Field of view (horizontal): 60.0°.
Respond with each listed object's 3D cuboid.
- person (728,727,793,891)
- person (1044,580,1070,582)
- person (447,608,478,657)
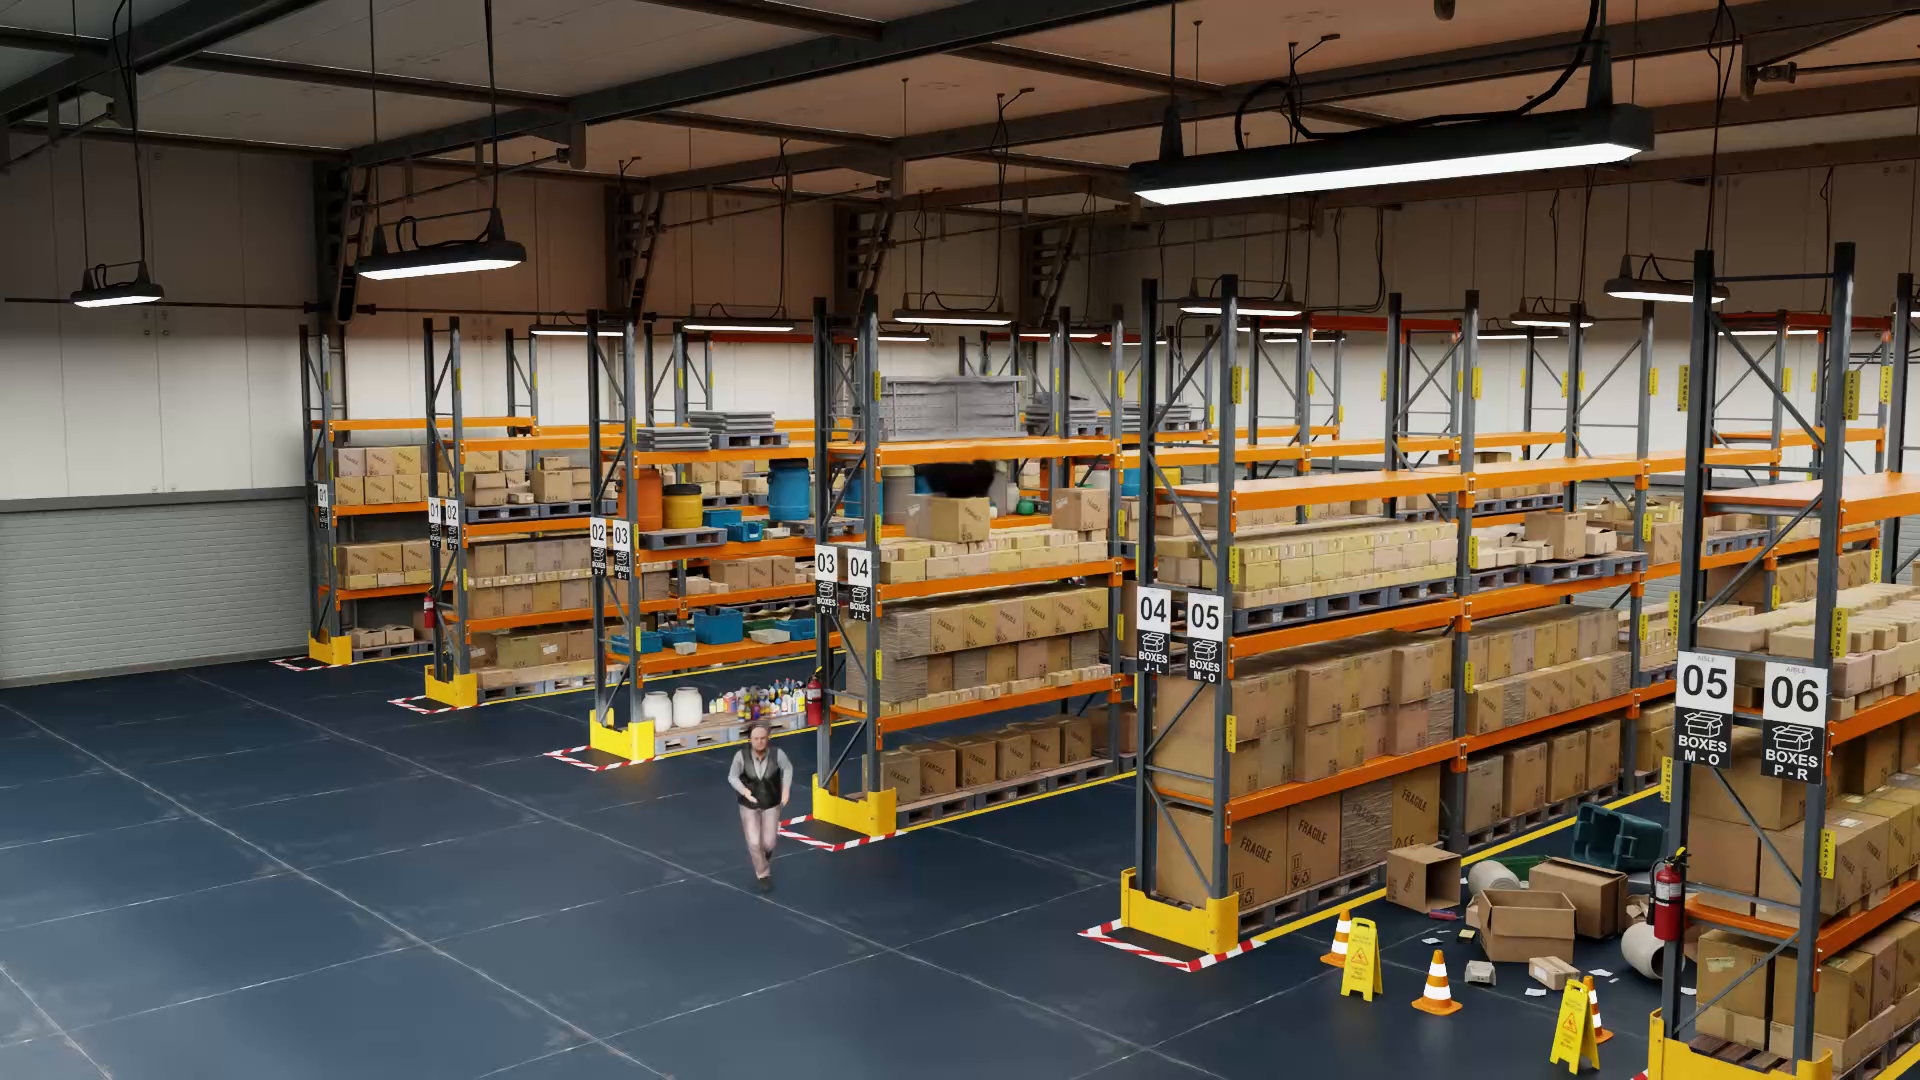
[{"bbox_3d":[-1.996,2.665,16.680,0.646,1.668,0.746,-1,6,-5],"label":"person"},{"bbox_3d":[1.834,1.075,31.920,0.727,1.748,0.725,5,8,40],"label":"person"},{"bbox_3d":[-8.380,1.532,28.031,0.601,1.628,0.539,4,7,35],"label":"person"}]
